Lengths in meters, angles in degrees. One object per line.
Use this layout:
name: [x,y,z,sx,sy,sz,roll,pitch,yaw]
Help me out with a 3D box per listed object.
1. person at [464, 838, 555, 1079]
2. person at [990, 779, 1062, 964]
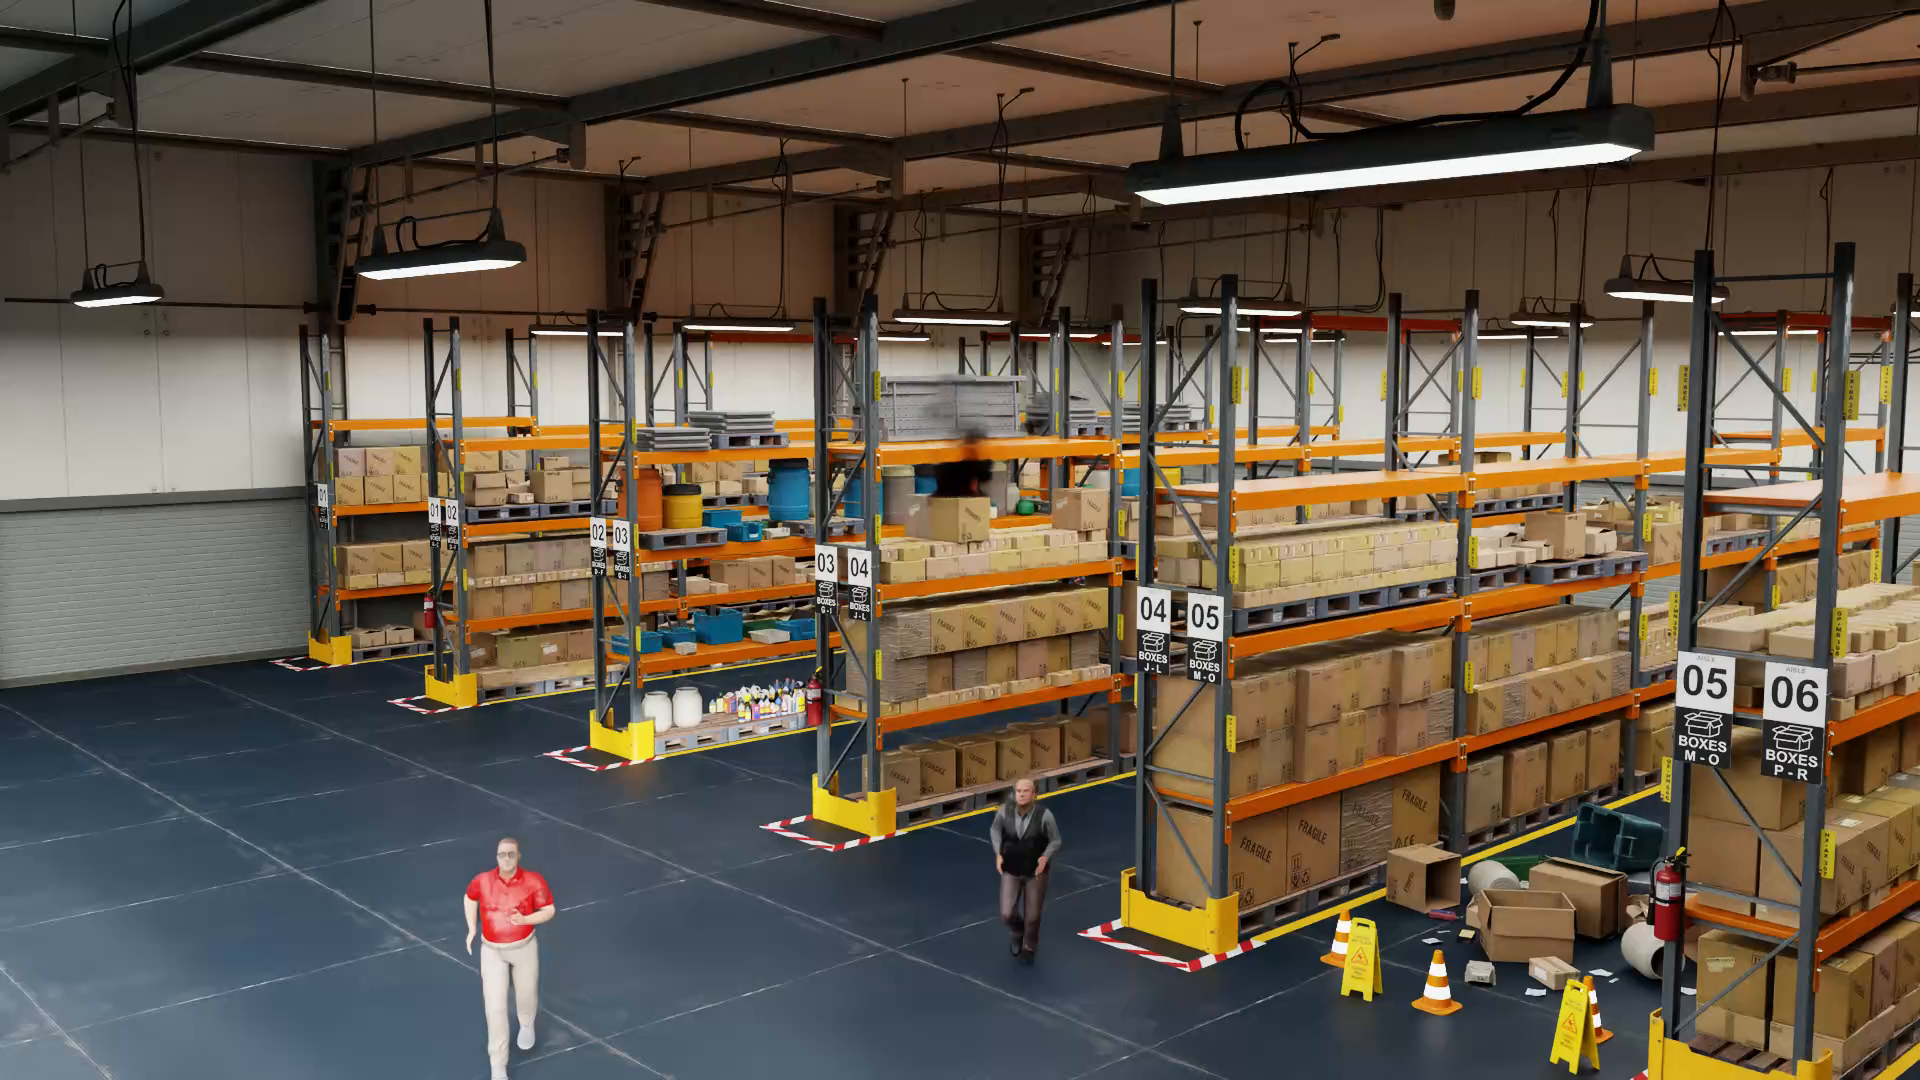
person: [-3.315,3.053,12.253,0.658,1.728,0.955,-1,6,-13]
person: [0.559,2.889,14.458,0.655,1.673,0.640,1,6,12]
